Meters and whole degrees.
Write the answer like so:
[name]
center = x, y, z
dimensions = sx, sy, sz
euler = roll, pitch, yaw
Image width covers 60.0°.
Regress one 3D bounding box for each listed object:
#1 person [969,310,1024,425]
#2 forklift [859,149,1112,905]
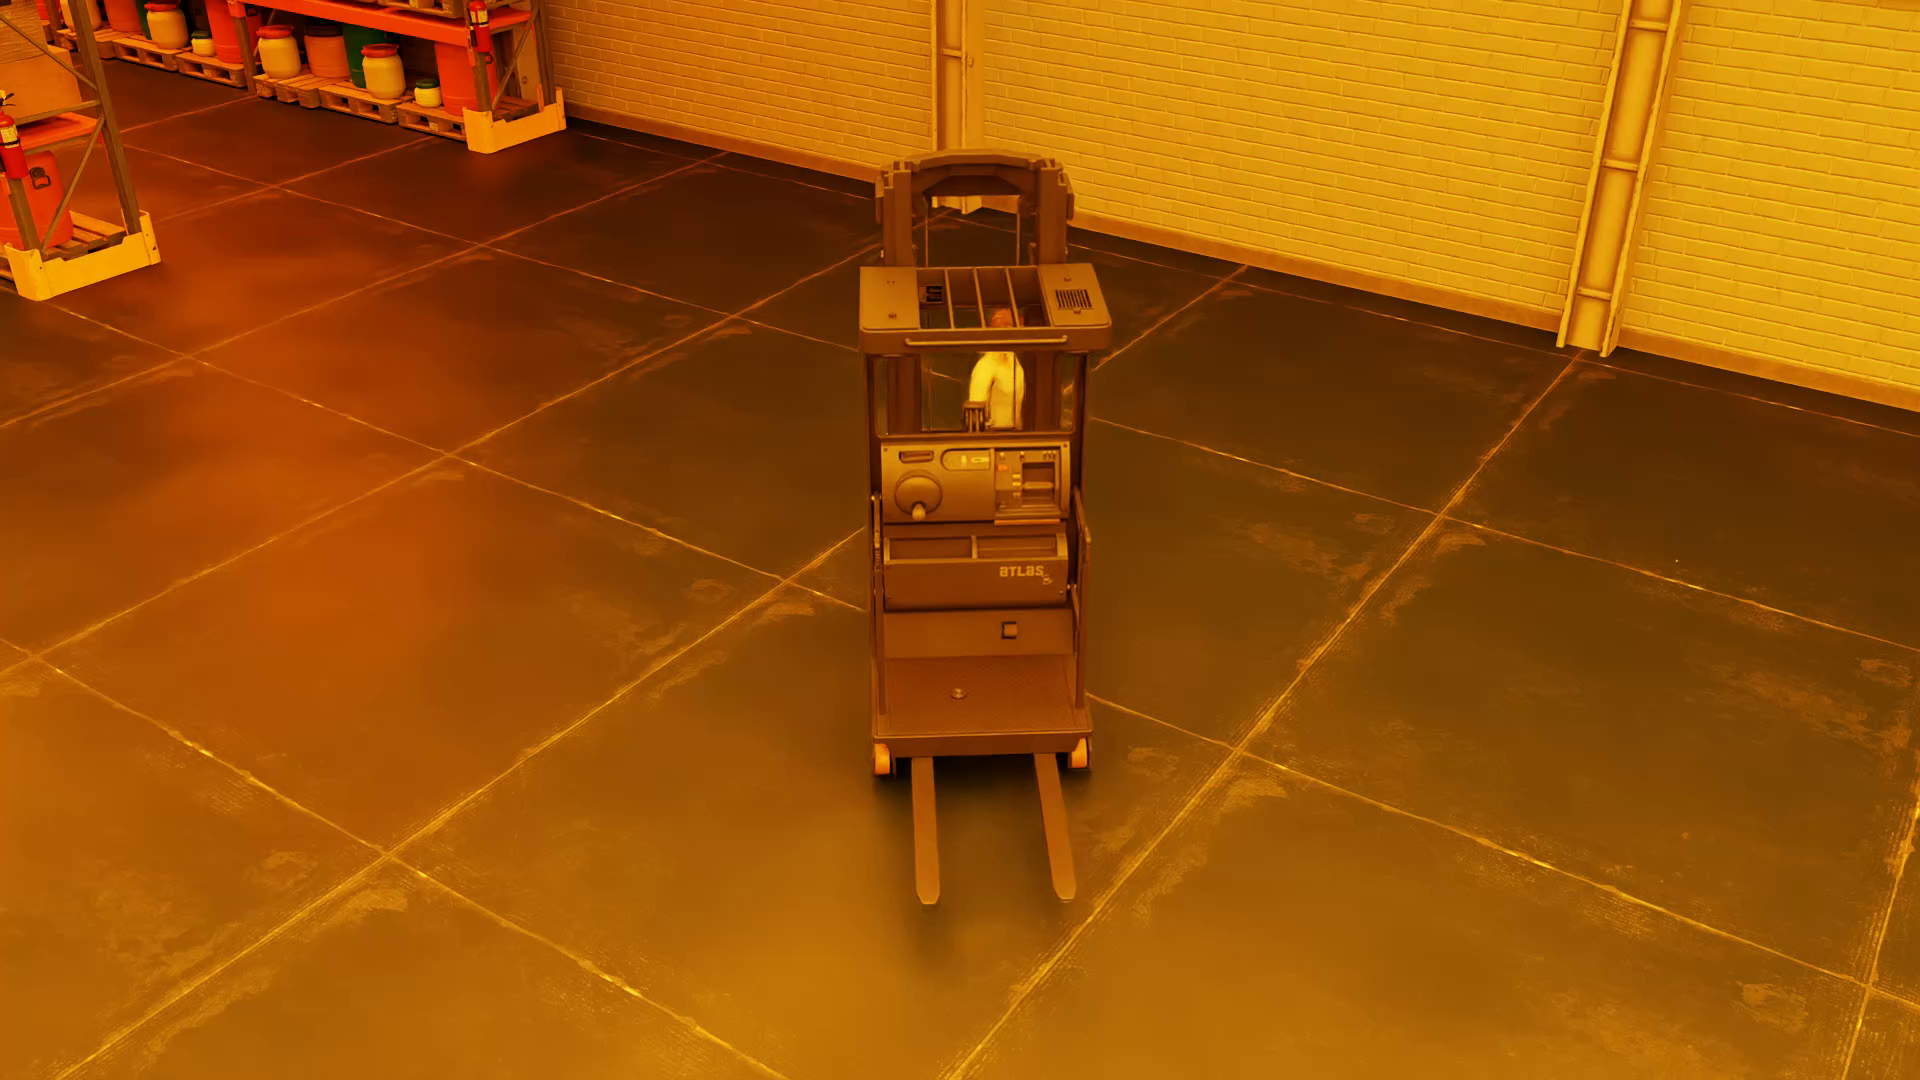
[person]
center = 0.328, -0.569, 9.858
dimensions = 0.824, 1.633, 0.626
euler = 10, 32, 17
[forklift]
center = 0.091, -0.244, 8.001
dimensions = 1.130, 2.935, 3.031
euler = -1, 30, -3
